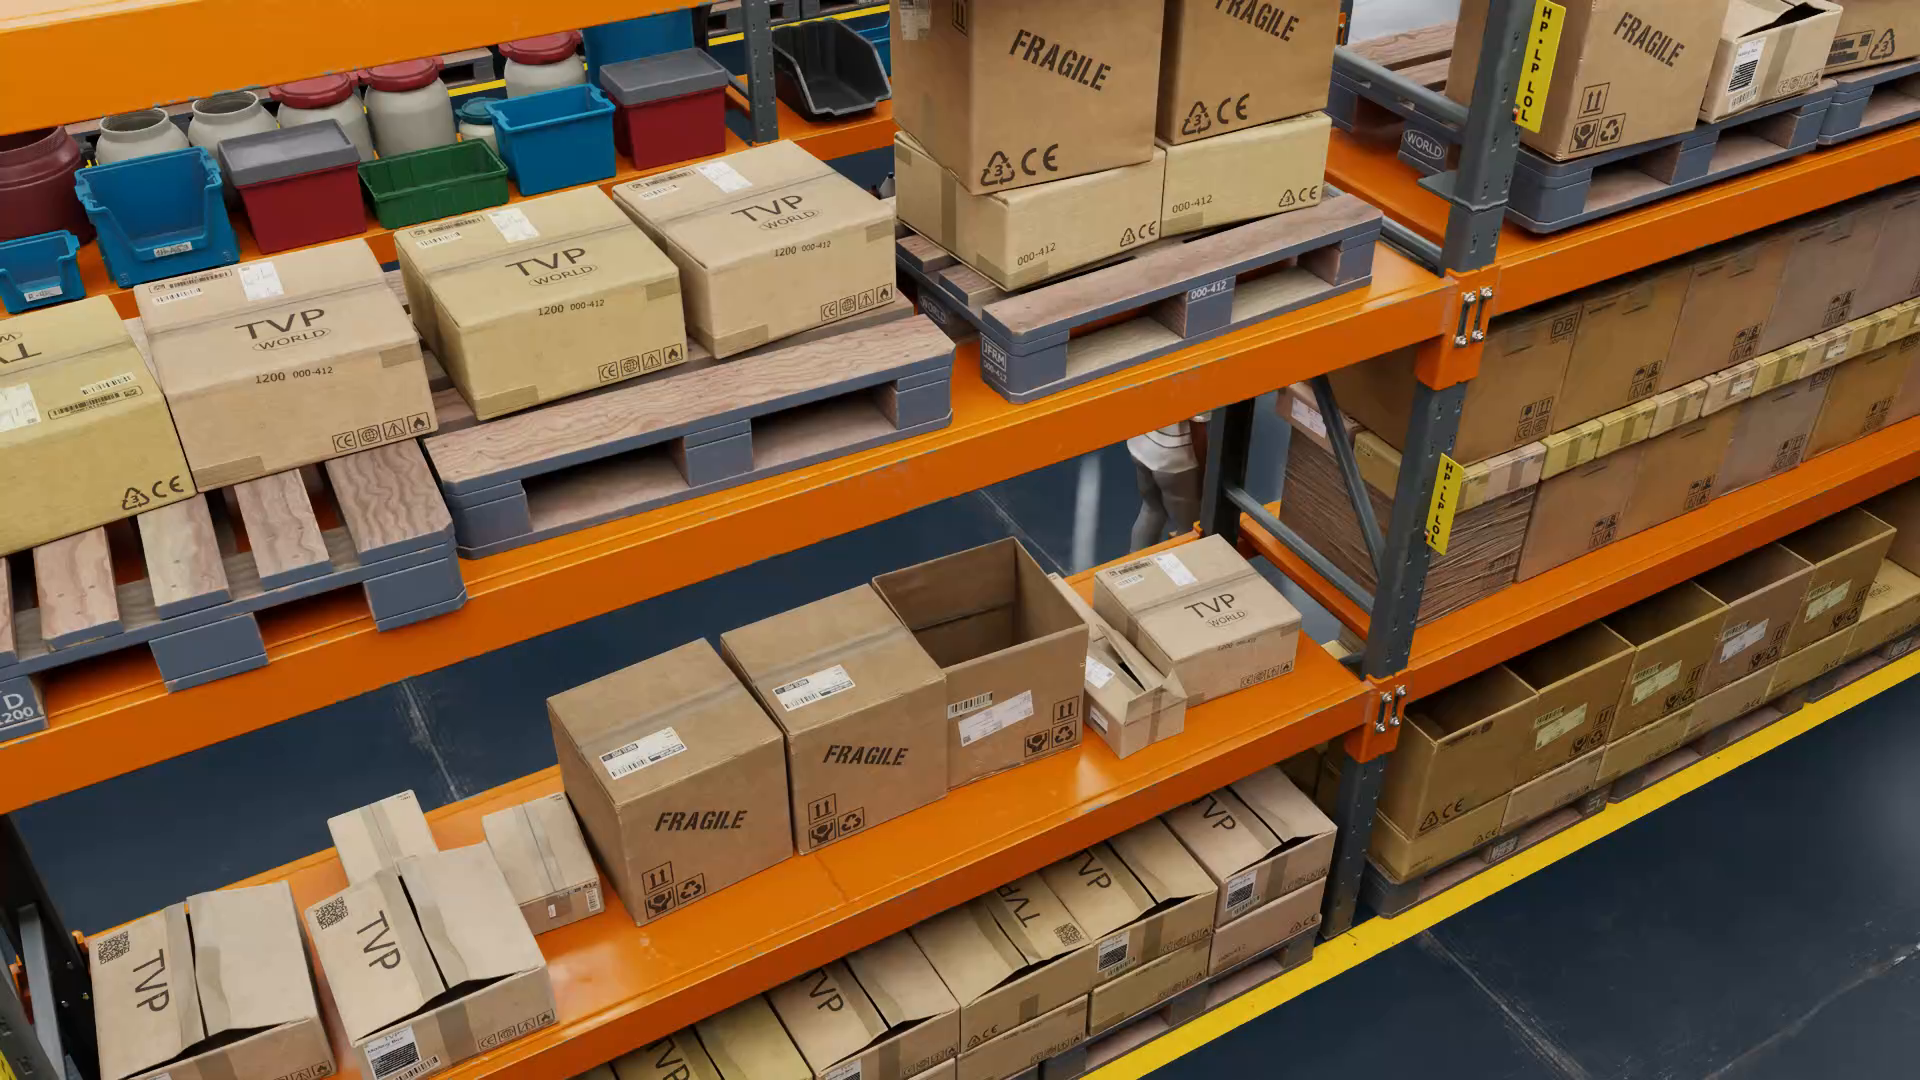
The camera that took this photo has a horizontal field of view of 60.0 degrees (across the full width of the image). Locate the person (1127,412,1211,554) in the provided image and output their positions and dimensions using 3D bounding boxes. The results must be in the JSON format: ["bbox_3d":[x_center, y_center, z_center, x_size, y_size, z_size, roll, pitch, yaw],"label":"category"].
[{"bbox_3d":[0.967,-0.383,7.436,0.394,1.657,0.504,-20,41,-24],"label":"person"}]
